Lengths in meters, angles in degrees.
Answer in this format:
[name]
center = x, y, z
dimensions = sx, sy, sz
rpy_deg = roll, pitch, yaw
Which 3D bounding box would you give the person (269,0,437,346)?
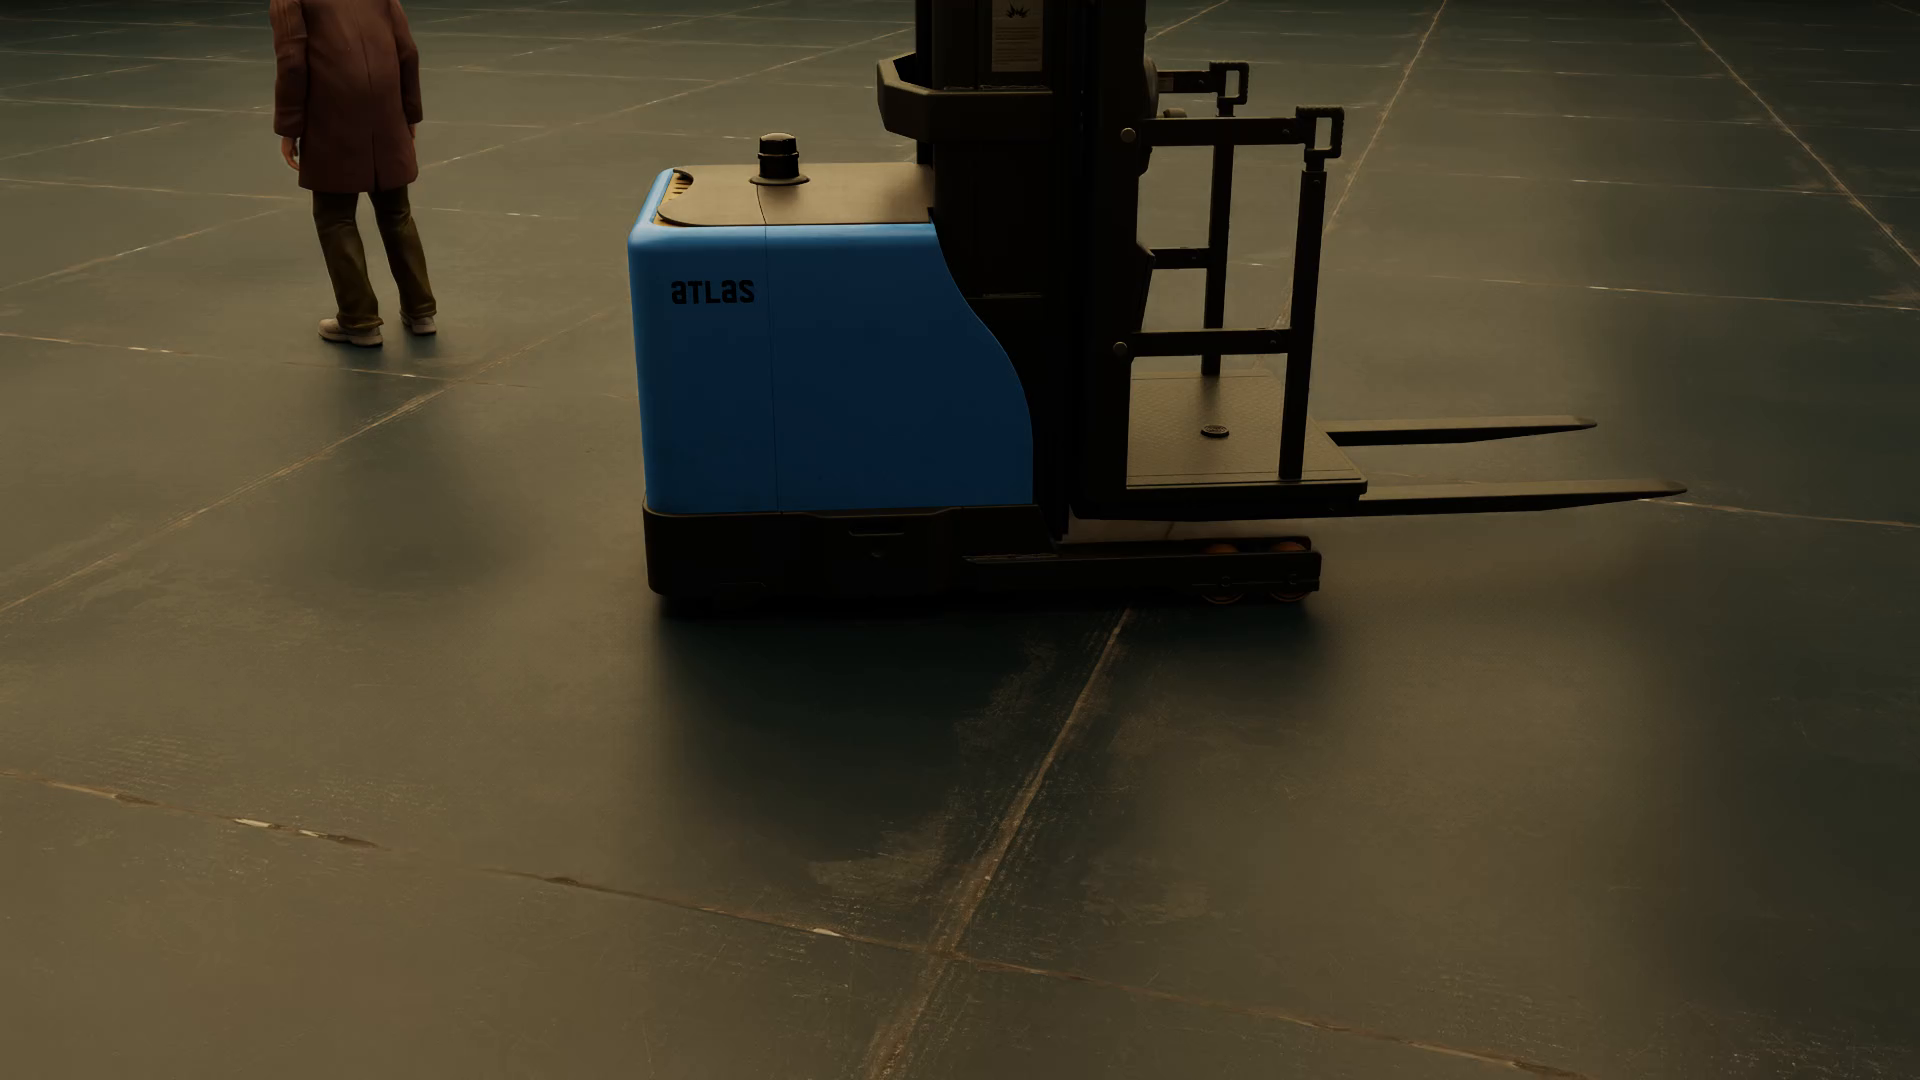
[person]
center = -2.539, -1.714, 6.948
dimensions = 0.420, 1.774, 0.643
rpy_deg = 20, 30, 40

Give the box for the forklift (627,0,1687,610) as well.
[forklift]
center = 0.606, -1.374, 4.608
dimensions = 3.031, 2.935, 1.130
rpy_deg = -2, 23, -4
